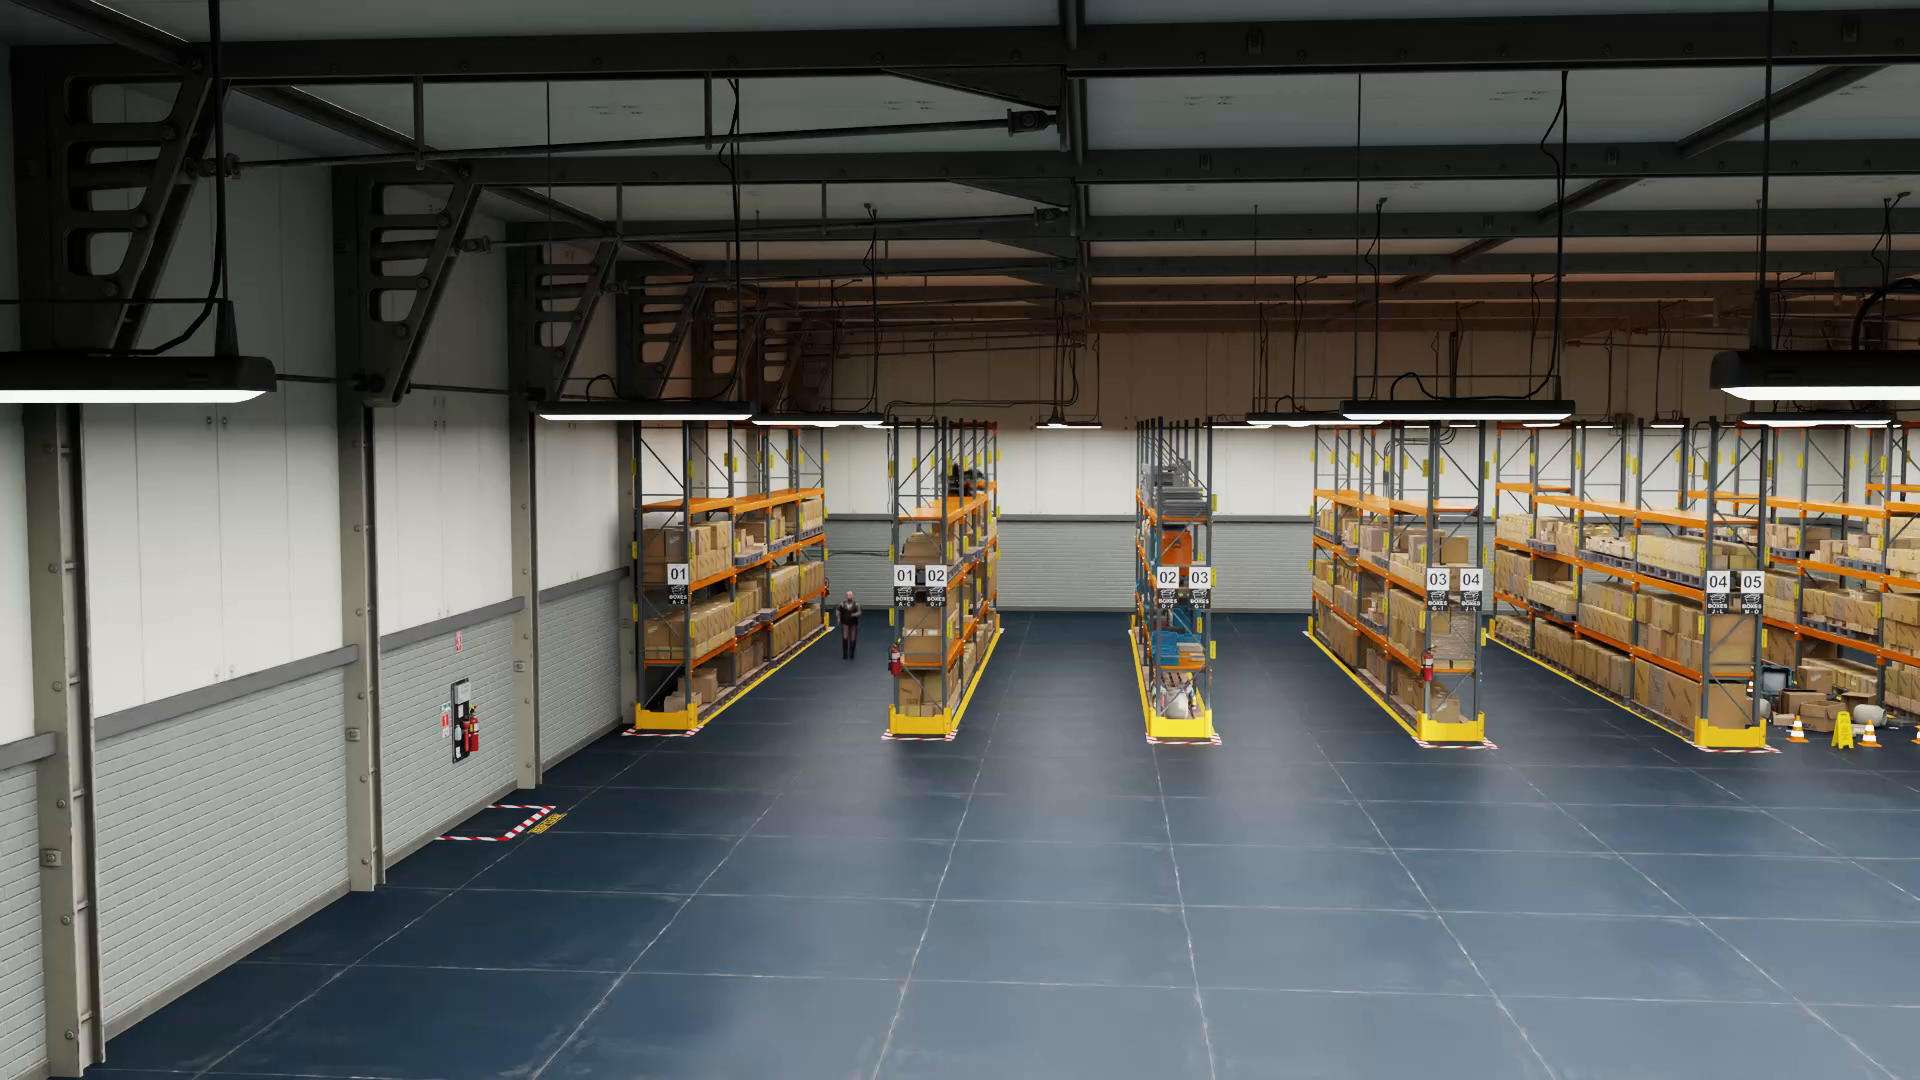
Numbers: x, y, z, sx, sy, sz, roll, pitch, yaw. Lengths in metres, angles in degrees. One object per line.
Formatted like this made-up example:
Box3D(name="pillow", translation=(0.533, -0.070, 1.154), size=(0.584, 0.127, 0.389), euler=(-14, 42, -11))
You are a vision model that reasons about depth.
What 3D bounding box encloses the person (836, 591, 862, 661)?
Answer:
Box3D(name="person", translation=(-2.777, 2.155, 41.577), size=(0.648, 1.748, 0.723), euler=(0, 4, -6))
